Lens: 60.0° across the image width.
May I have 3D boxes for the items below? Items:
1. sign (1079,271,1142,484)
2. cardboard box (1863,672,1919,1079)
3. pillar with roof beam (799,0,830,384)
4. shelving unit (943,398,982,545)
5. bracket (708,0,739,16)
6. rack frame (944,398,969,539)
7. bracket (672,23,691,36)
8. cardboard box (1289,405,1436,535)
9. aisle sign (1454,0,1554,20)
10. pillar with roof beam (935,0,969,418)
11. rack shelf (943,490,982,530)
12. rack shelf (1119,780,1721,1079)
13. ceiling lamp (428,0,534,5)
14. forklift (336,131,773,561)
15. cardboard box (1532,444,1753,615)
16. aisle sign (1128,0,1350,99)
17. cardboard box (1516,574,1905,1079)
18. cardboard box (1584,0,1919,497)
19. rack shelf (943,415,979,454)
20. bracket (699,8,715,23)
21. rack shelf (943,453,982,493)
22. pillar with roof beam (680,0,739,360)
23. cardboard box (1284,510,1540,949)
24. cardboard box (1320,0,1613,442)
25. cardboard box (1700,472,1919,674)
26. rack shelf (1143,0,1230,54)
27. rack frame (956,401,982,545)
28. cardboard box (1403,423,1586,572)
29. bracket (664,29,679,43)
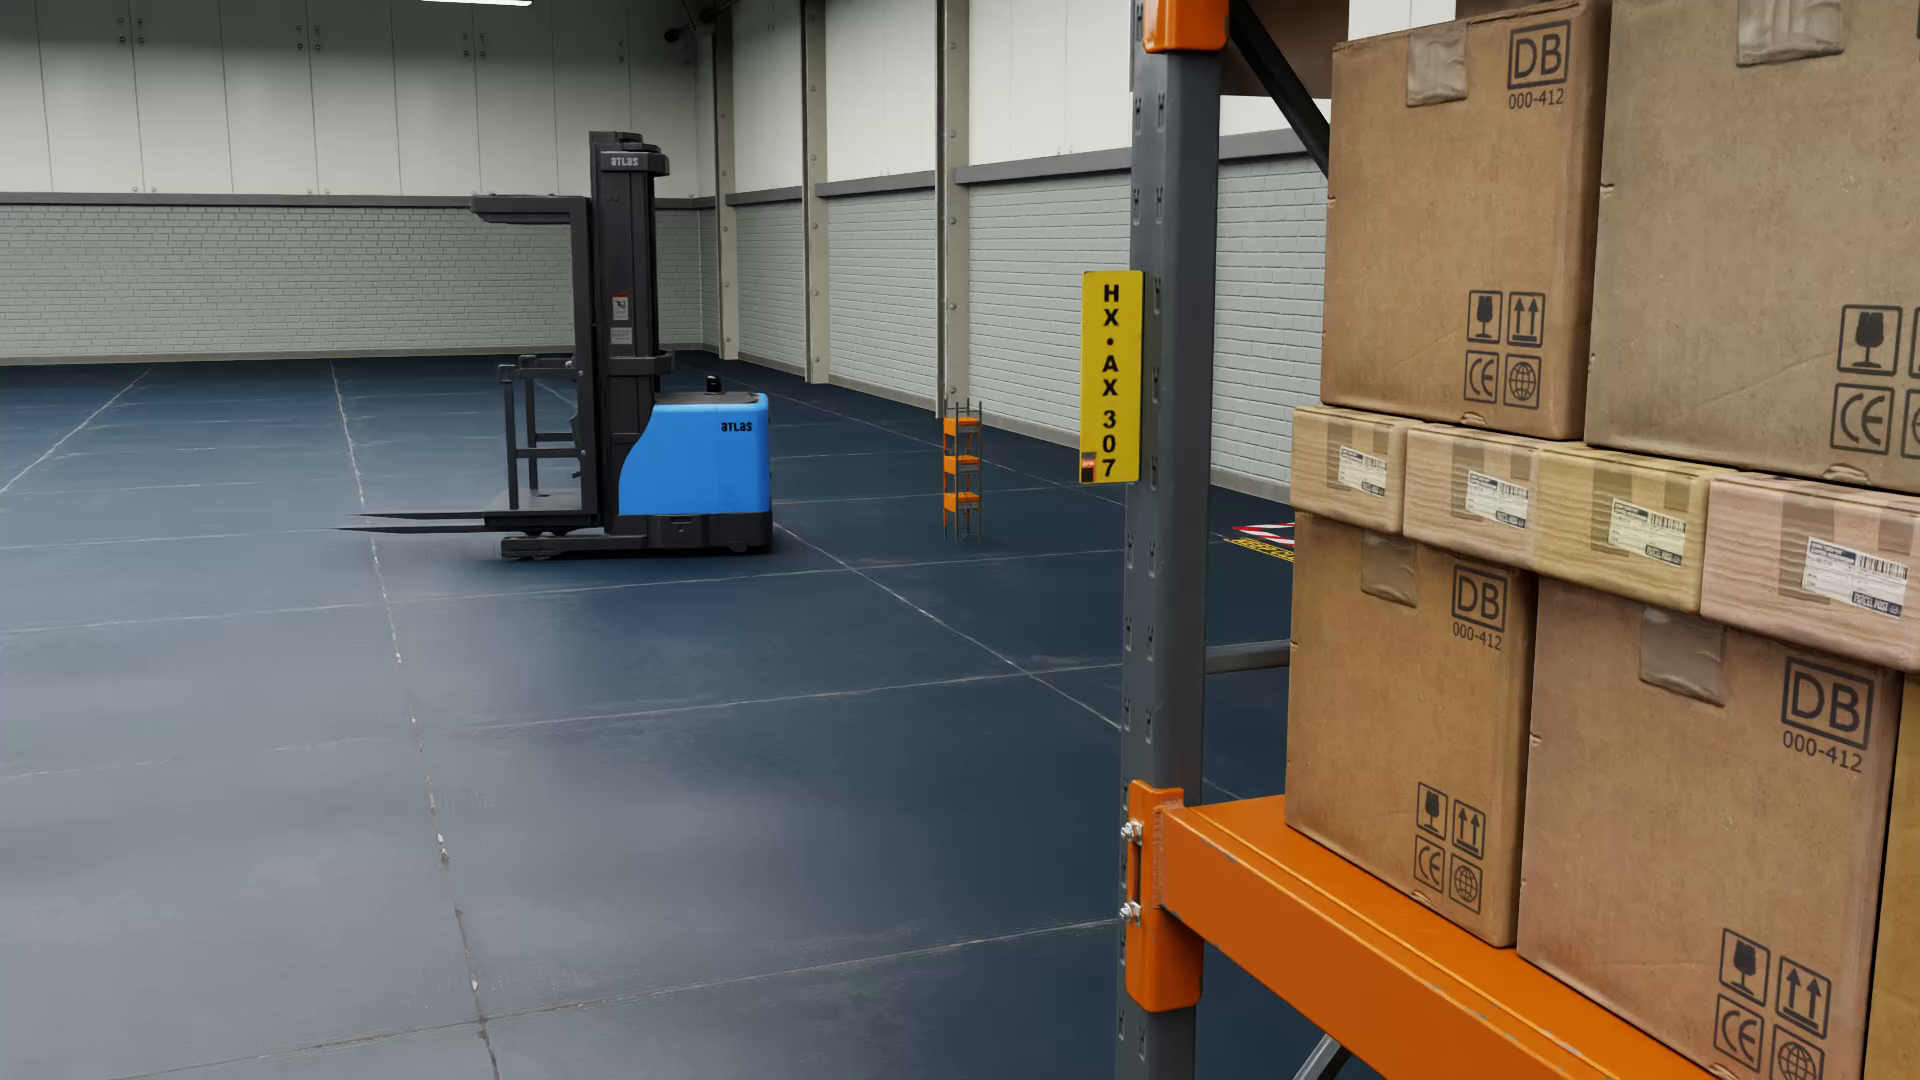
[{"bbox_3d":[0.233,-0.250,2.565,0.100,0.325,0.005,-4,11,-21],"label":"sign"},{"bbox_3d":[1.279,0.375,1.461,0.700,0.500,0.500,-4,11,-21],"label":"cardboard box"},{"bbox_3d":[-6.282,-6.673,24.239,9.100,9.000,0.400,-4,11,-21],"label":"pillar with roof beam"},{"bbox_3d":[0.019,-0.508,12.279,0.215,1.050,0.252,-4,11,-21],"label":"shelving unit"},{"bbox_3d":[-3.691,-9.187,28.094,0.076,0.066,4.783,-4,11,-21],"label":"bracket"},{"bbox_3d":[-0.025,-0.528,12.391,0.200,1.050,0.008,-4,11,-21],"label":"rack frame"},{"bbox_3d":[-5.570,-10.033,32.853,0.076,0.066,3.189,-4,11,-21],"label":"bracket"},{"bbox_3d":[0.693,-0.110,2.338,0.380,0.149,0.250,-4,11,-21],"label":"cardboard box"},{"bbox_3d":[1.002,-1.129,2.778,0.394,0.787,0.004,-4,11,-21],"label":"aisle sign"},{"bbox_3d":[-4.108,-5.694,18.733,9.100,9.000,0.400,-4,11,-21],"label":"pillar with roof beam"},{"bbox_3d":[0.019,-0.224,12.330,0.215,0.259,0.240,-4,11,-21],"label":"rack shelf"},{"bbox_3d":[1.477,0.861,1.068,1.077,0.370,4.000,-4,11,-21],"label":"rack shelf"},{"bbox_3d":[-7.667,-9.854,25.454,2.000,3.185,0.800,-4,11,-21],"label":"ceiling lamp"},{"bbox_3d":[-2.891,-1.393,11.882,3.031,2.935,1.130,-1,10,-6],"label":"forklift"},{"bbox_3d":[0.881,-0.027,1.867,0.380,0.149,0.250,-4,11,-21],"label":"cardboard box"},{"bbox_3d":[0.443,-1.091,2.564,0.394,0.787,0.004,-4,11,-21],"label":"aisle sign"},{"bbox_3d":[1.104,0.294,1.919,0.700,0.500,0.500,-4,11,-19],"label":"cardboard box"},{"bbox_3d":[1.124,-0.336,1.756,0.700,0.500,0.500,-4,11,-22],"label":"cardboard box"},{"bbox_3d":[0.019,-0.777,12.231,0.215,0.259,0.240,-4,11,-21],"label":"rack shelf"},{"bbox_3d":[-4.624,-9.607,30.458,0.235,0.232,0.430,-4,11,-21],"label":"bracket"},{"bbox_3d":[0.019,-0.498,12.281,0.215,0.259,0.240,-4,11,-21],"label":"rack shelf"},{"bbox_3d":[-8.456,-7.652,29.745,9.100,9.000,0.548,-4,11,-21],"label":"pillar with roof beam"},{"bbox_3d":[0.909,0.208,2.399,0.700,0.500,0.500,-4,11,-21],"label":"cardboard box"},{"bbox_3d":[0.928,-0.422,2.237,0.700,0.500,0.500,-4,11,-21],"label":"cardboard box"},{"bbox_3d":[0.970,0.015,1.635,0.380,0.149,0.250,-4,11,-22],"label":"cardboard box"},{"bbox_3d":[1.477,-0.616,0.805,1.077,0.370,4.000,-4,11,-21],"label":"rack shelf"},{"bbox_3d":[0.064,-0.488,12.167,0.200,1.050,0.008,-4,11,-21],"label":"rack frame"},{"bbox_3d":[0.792,-0.067,2.097,0.380,0.149,0.250,-4,11,-22],"label":"cardboard box"},{"bbox_3d":[-5.784,-10.130,33.395,0.235,0.232,0.430,-4,11,-21],"label":"bracket"}]
